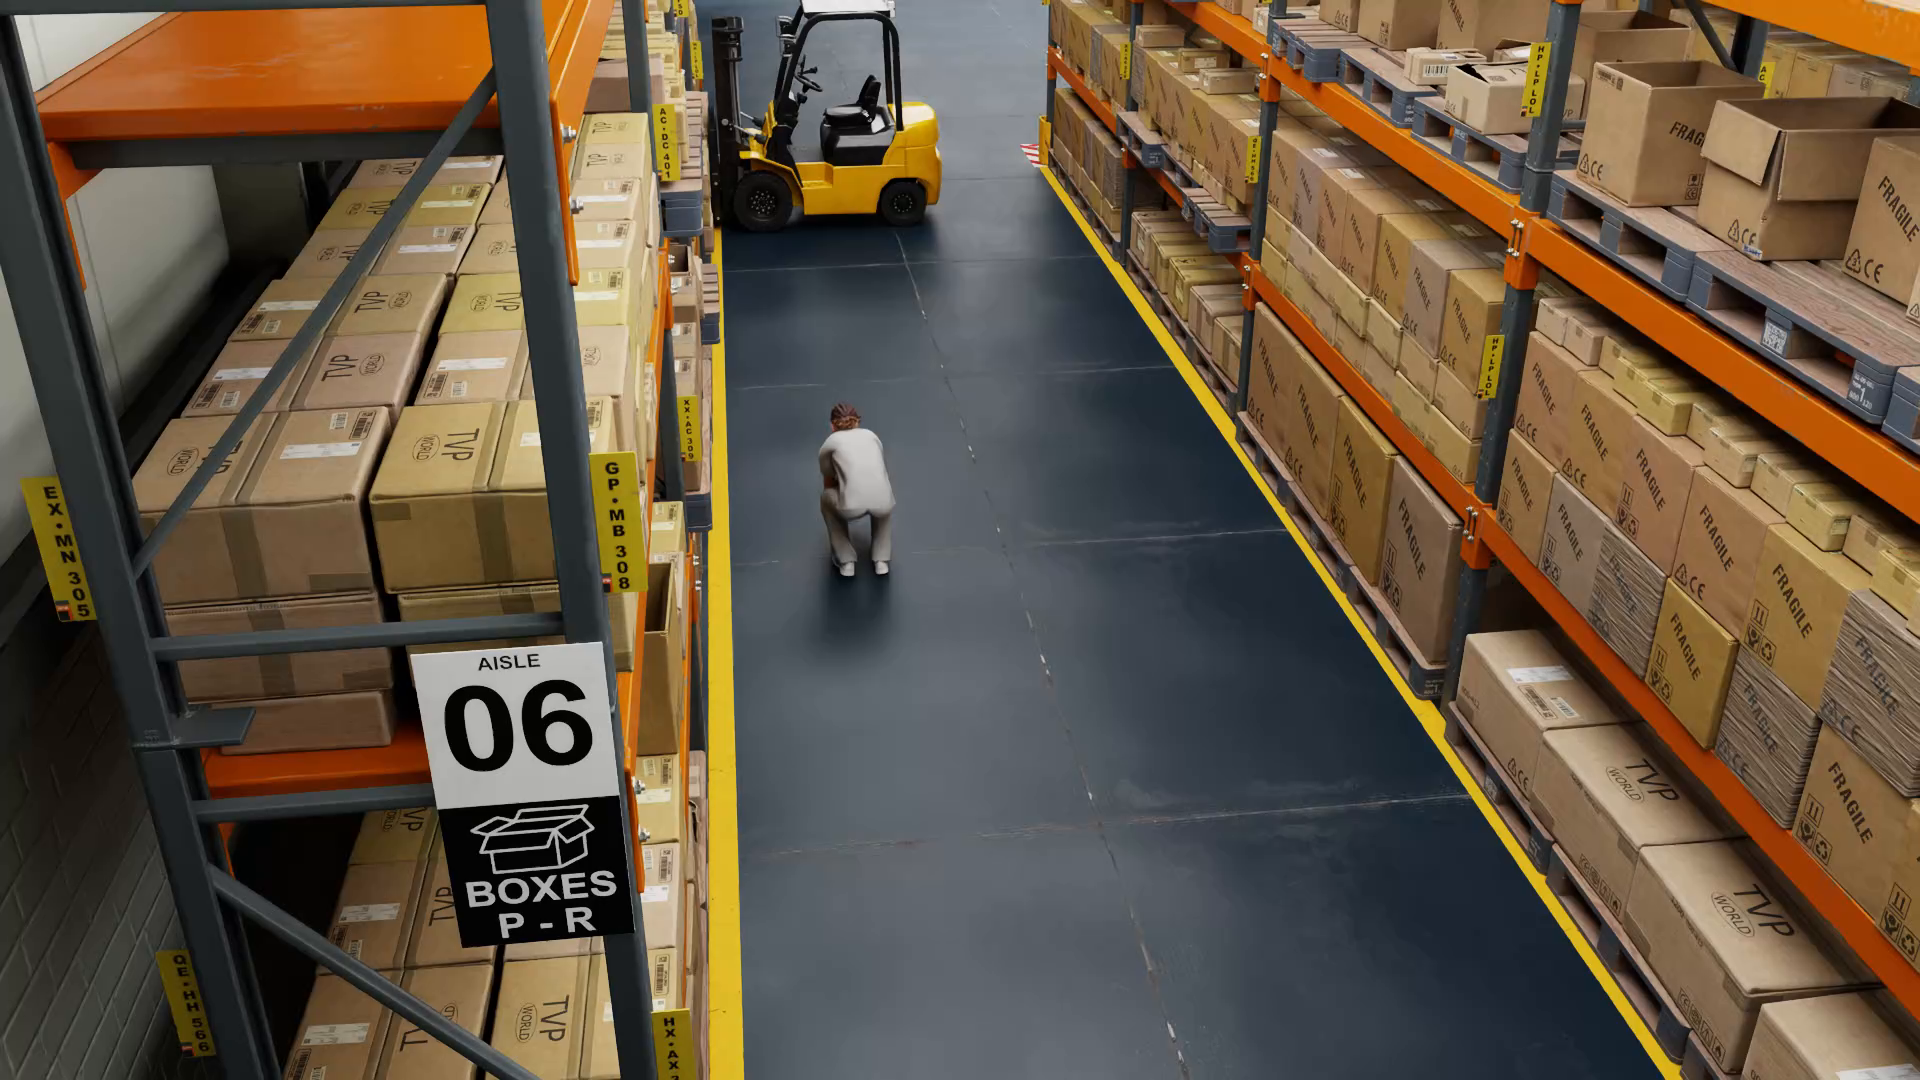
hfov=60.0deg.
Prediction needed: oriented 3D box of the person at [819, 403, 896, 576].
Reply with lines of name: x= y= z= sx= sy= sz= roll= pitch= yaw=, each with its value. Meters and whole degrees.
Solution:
person: x=-0.649 y=-0.310 z=10.504 sx=0.460 sy=0.940 sz=0.827 roll=-5 pitch=28 yaw=-10
